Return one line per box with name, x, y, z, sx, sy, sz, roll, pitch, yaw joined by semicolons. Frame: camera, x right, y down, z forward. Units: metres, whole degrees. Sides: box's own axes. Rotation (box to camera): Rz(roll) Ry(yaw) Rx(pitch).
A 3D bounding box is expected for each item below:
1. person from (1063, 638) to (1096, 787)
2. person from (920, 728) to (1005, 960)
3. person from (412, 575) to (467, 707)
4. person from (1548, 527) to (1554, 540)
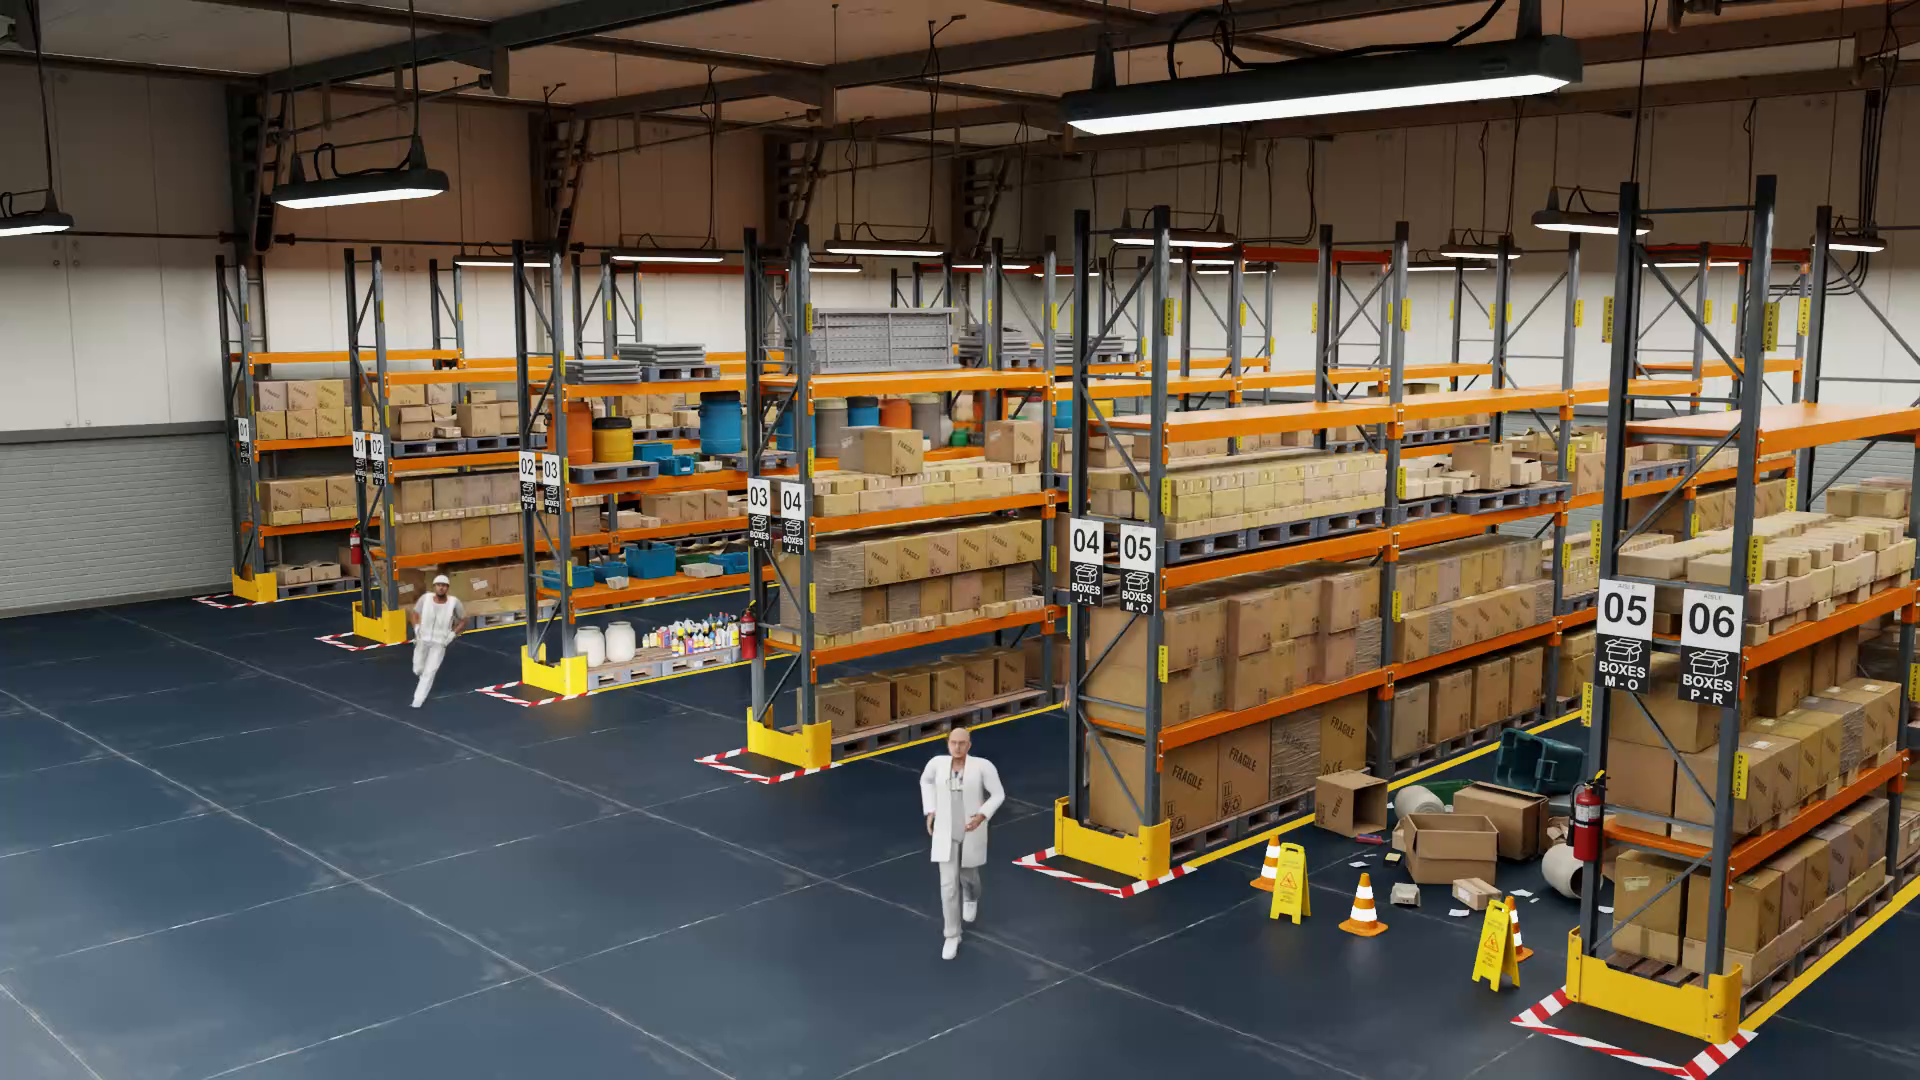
person;1.387;1.841;17.859;0.596;1.618;0.588;7;11;41
person;0.011;2.389;13.532;0.717;1.789;0.983;1;8;5
person;-6.778;1.279;21.631;0.725;1.698;0.704;-1;8;-4
person;9.198;0.701;25.738;0.789;1.809;0.682;-7;11;-40
